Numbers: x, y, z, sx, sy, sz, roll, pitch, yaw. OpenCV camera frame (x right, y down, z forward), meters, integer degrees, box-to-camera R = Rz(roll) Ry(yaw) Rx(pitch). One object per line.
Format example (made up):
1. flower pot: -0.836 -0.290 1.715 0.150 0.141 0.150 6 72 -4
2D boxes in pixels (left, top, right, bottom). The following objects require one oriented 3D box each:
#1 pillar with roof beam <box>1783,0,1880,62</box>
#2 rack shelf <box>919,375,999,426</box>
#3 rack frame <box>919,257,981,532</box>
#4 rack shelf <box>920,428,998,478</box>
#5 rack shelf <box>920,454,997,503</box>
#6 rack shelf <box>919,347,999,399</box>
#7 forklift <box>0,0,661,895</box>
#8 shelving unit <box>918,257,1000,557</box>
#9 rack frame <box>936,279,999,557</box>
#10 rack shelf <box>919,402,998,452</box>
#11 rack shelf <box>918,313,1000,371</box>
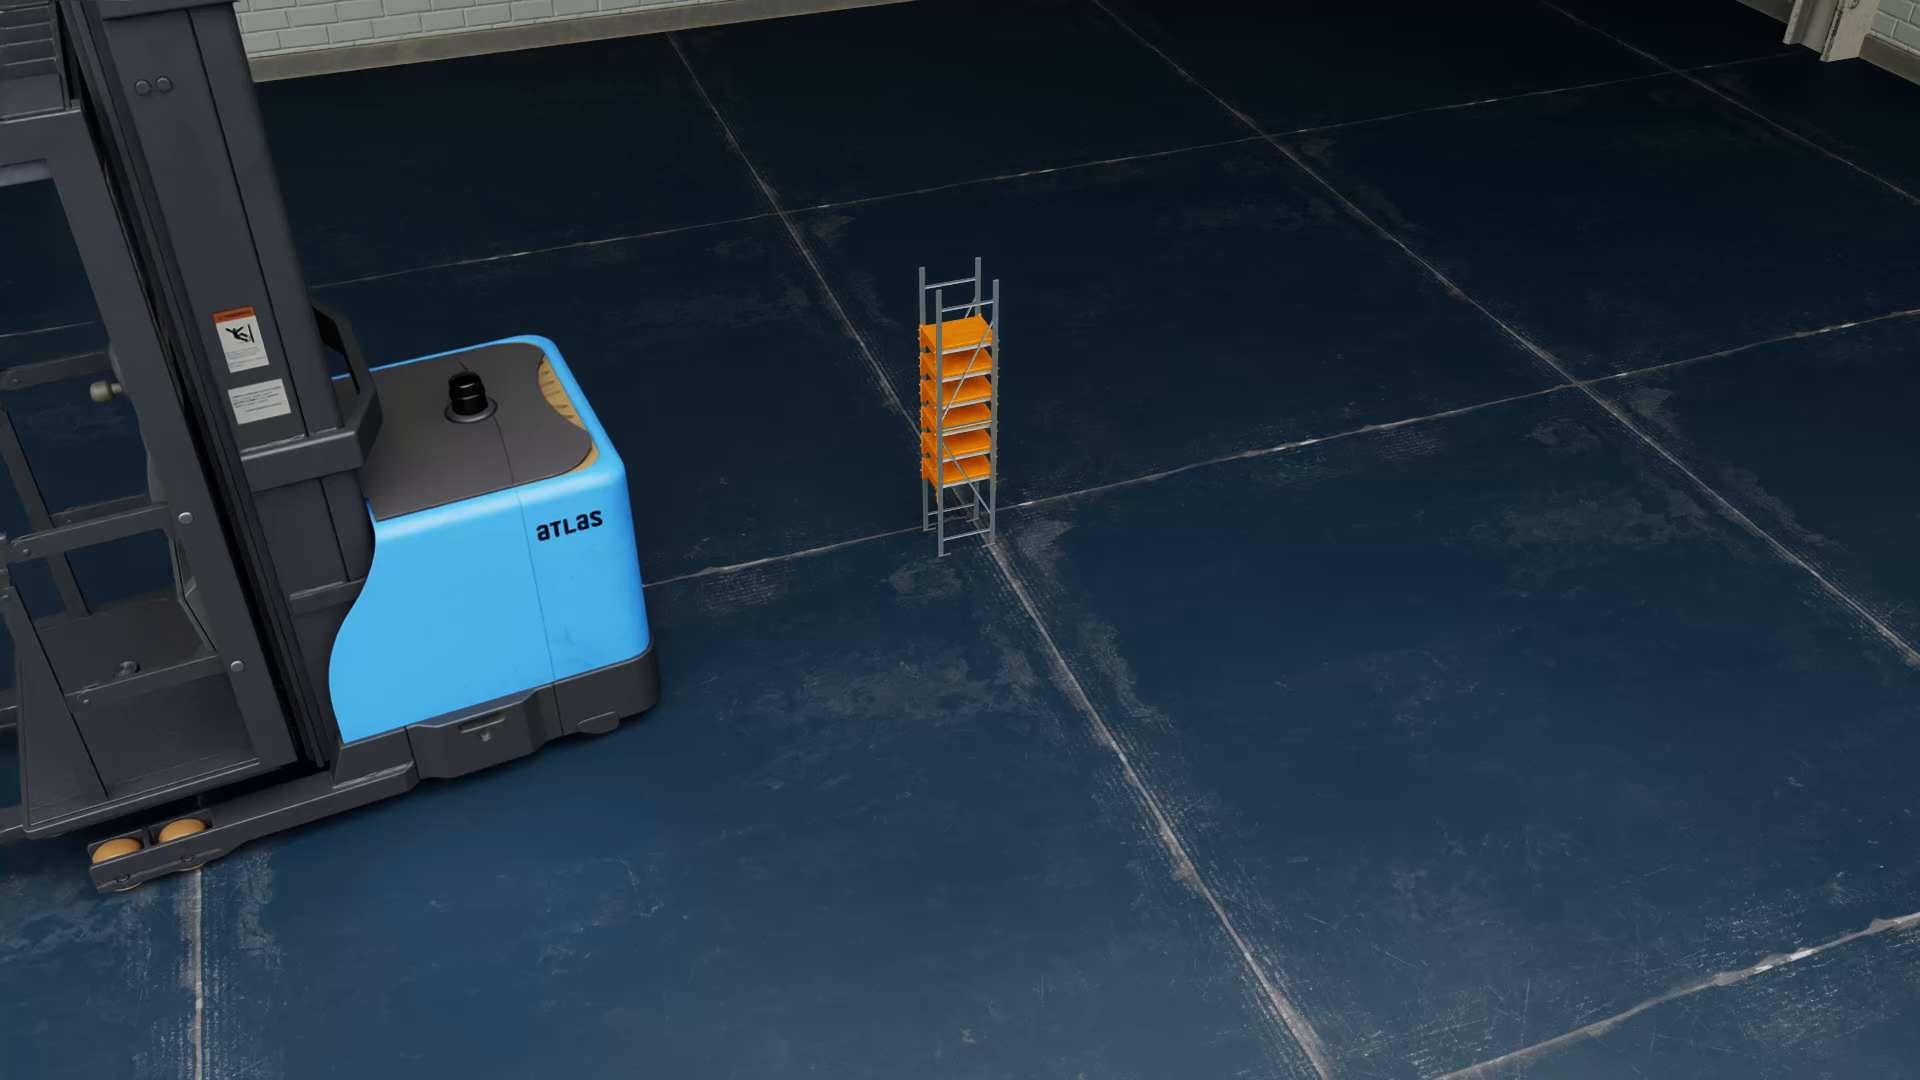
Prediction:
1. pillar with roof beam: 1.714 -5.985 7.217 9.100 9.000 0.400 -12 39 -16
2. rack shelf: -0.005 -0.548 6.354 0.258 0.103 0.180 -12 39 -16
3. rack frame: -0.036 -0.539 6.468 0.240 1.200 0.006 -12 39 -16
4. rack shelf: -0.005 -0.356 6.499 0.258 0.103 0.180 -12 39 -16
5. rack shelf: -0.005 -0.260 6.571 0.258 0.103 0.180 -12 39 -16
6. rack shelf: -0.005 -0.644 6.282 0.258 0.103 0.180 -12 39 -16
7. forklift: -2.617 -0.423 4.875 3.031 2.935 1.130 -16 40 -20
8. shelving unit: -0.005 -0.487 6.400 0.258 1.200 0.189 -12 39 -16
9. rack frame: 0.026 -0.436 6.331 0.240 1.200 0.006 -12 39 -16
10. rack shelf: -0.005 -0.452 6.427 0.258 0.103 0.180 -12 39 -16
11. rack shelf: -0.005 -0.739 6.210 0.258 0.103 0.180 -12 39 -16
